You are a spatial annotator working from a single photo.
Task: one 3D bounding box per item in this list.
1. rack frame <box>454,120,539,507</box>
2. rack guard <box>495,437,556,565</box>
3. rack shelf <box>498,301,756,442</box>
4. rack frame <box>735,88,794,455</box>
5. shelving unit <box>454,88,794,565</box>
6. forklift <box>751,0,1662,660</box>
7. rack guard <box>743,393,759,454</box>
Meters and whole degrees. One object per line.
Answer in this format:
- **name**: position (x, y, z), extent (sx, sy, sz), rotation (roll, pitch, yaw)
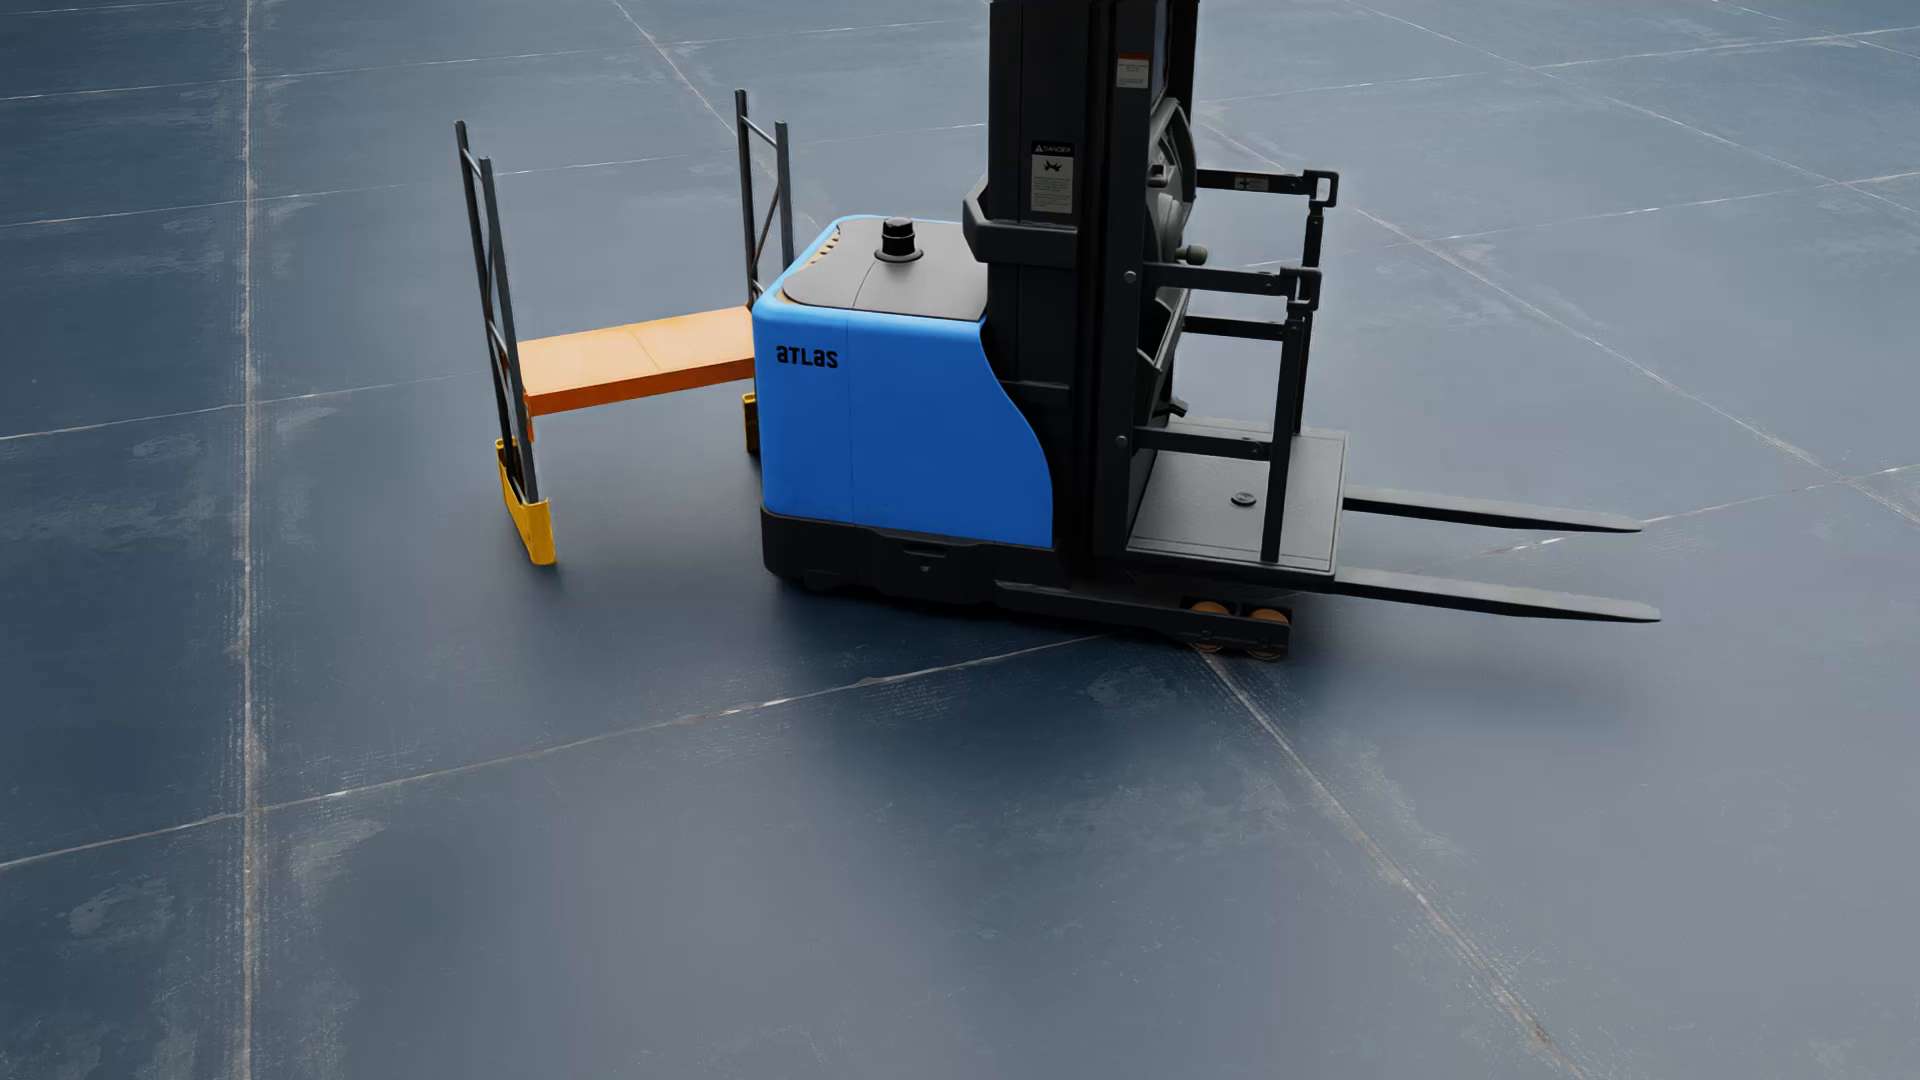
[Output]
- **rack frame**: position (-1.641, -0.696, 5.957), extent (0.032, 1.500, 0.500), rotation (-13, 32, -21)
- **rack guard**: position (-1.640, -0.154, 6.267), extent (0.087, 0.250, 0.587), rotation (-13, 32, -21)
- **rack shelf**: position (-1.178, -0.645, 6.230), extent (1.000, 0.185, 0.538), rotation (-13, 32, -21)
- **rack frame**: position (-0.716, -0.905, 6.324), extent (0.032, 1.500, 0.500), rotation (-13, 32, -21)
- **shelving unit**: position (-1.187, -0.799, 6.137), extent (1.083, 1.500, 0.587), rotation (-13, 32, -21)
- **forklift**: position (0.870, -1.165, 5.334), extent (3.031, 2.935, 1.130), rotation (7, 30, 12)
- **rack guard**: position (-0.734, -0.358, 6.626), extent (0.087, 0.250, 0.587), rotation (-13, 32, -21)
